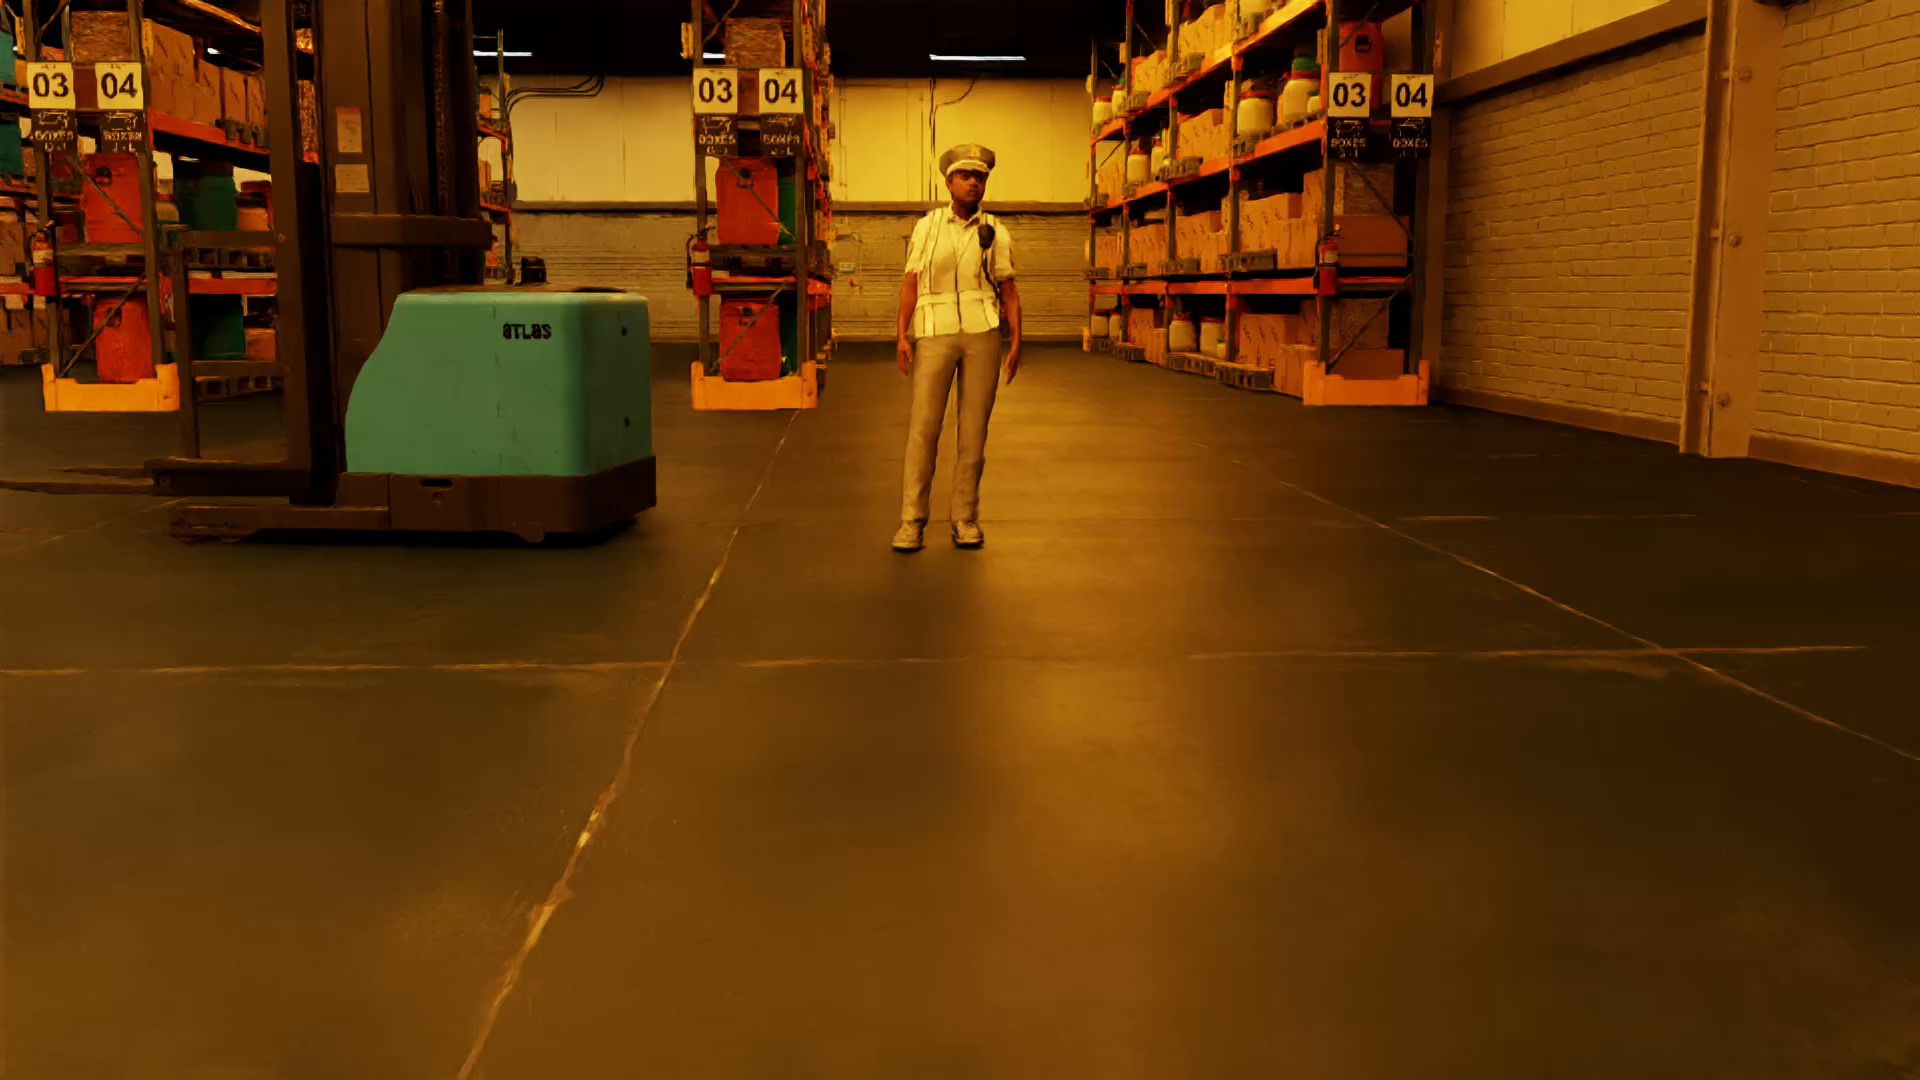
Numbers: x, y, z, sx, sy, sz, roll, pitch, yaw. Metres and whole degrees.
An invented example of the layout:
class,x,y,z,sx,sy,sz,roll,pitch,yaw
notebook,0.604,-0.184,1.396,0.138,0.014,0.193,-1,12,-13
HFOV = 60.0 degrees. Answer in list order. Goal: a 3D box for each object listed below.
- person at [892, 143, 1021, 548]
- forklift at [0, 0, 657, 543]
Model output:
class,x,y,z,sx,sy,sz,roll,pitch,yaw
person,-0.015,-0.835,7.109,0.570,1.695,0.529,-1,8,-4
forklift,-3.008,-1.512,7.514,3.031,2.935,1.130,1,9,7
